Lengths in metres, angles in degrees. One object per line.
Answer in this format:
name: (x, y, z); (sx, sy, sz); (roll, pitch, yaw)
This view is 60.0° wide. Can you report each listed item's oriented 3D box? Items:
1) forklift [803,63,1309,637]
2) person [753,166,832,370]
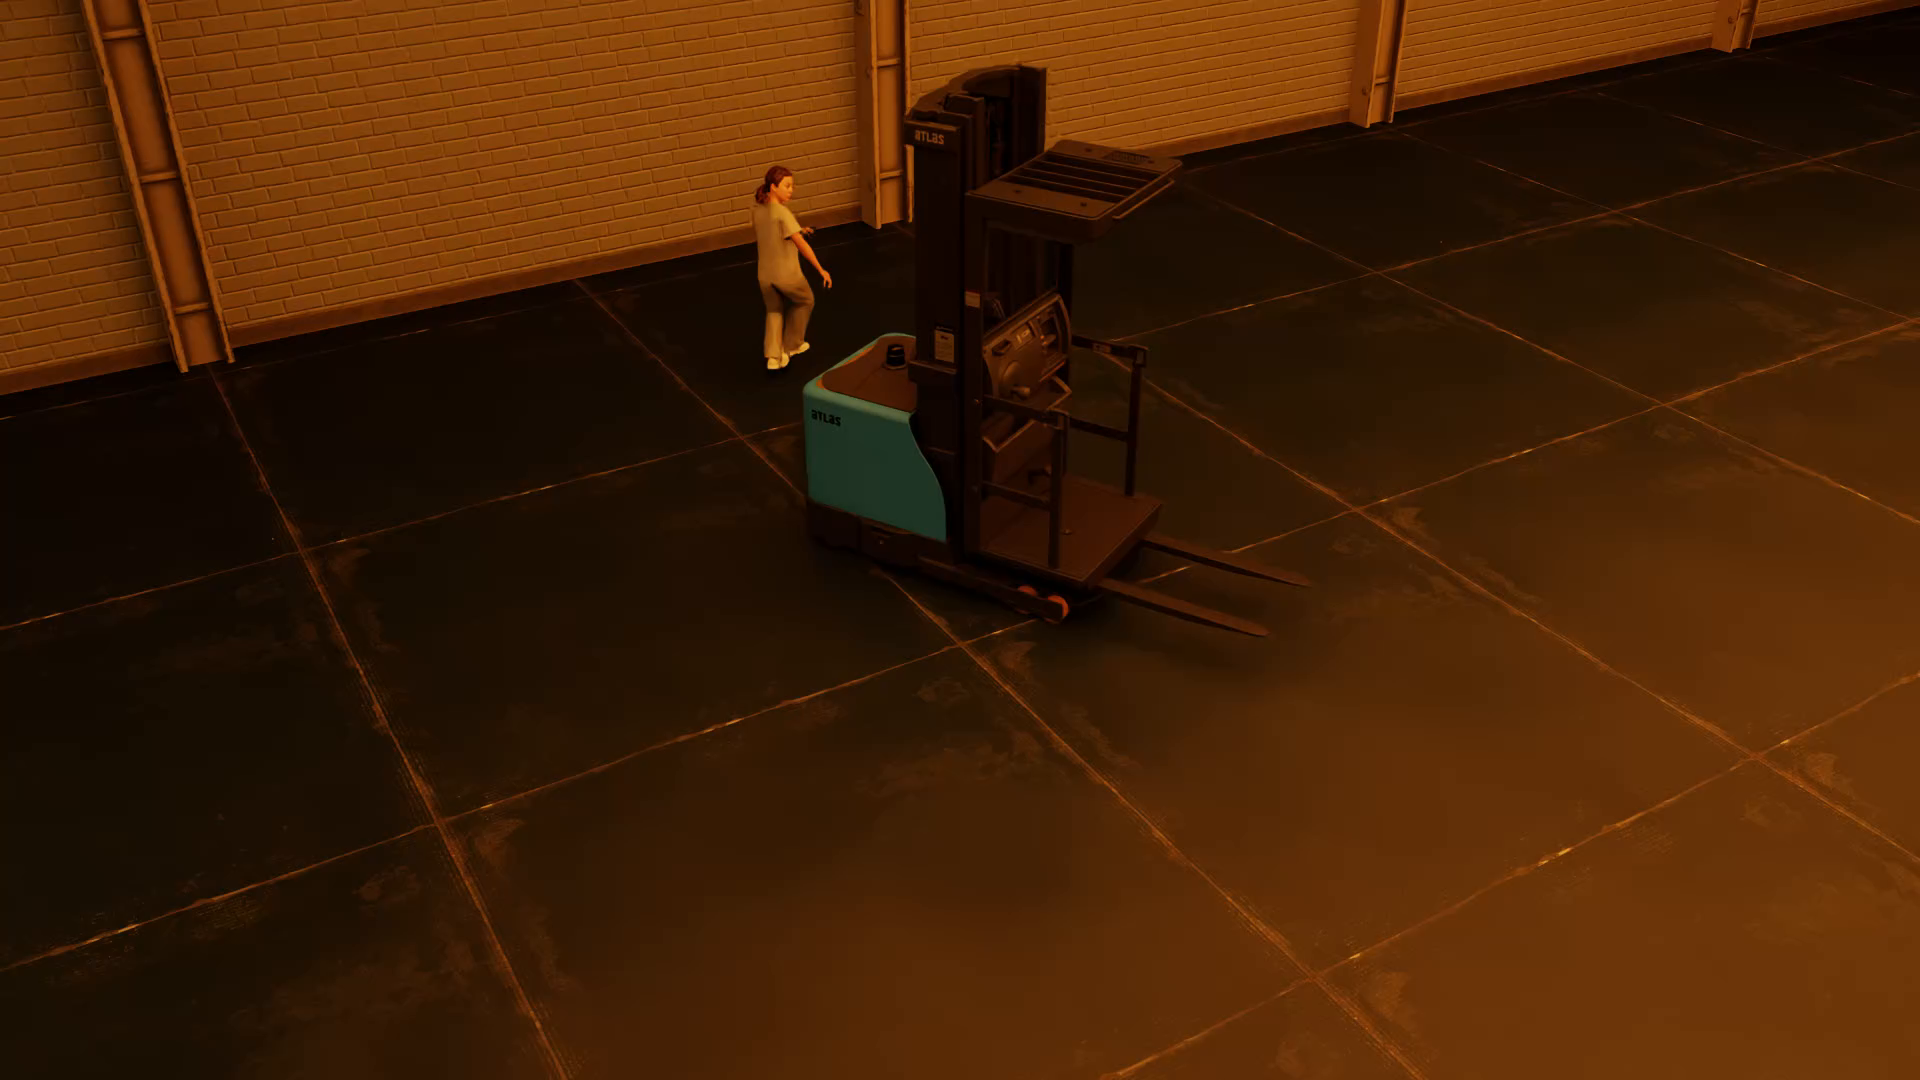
forklift: (0.566, -1.082, 9.454); (3.031, 2.935, 1.130); (17, 35, 26)
person: (-1.208, -2.003, 12.365); (0.761, 1.544, 0.804); (16, 34, 25)
